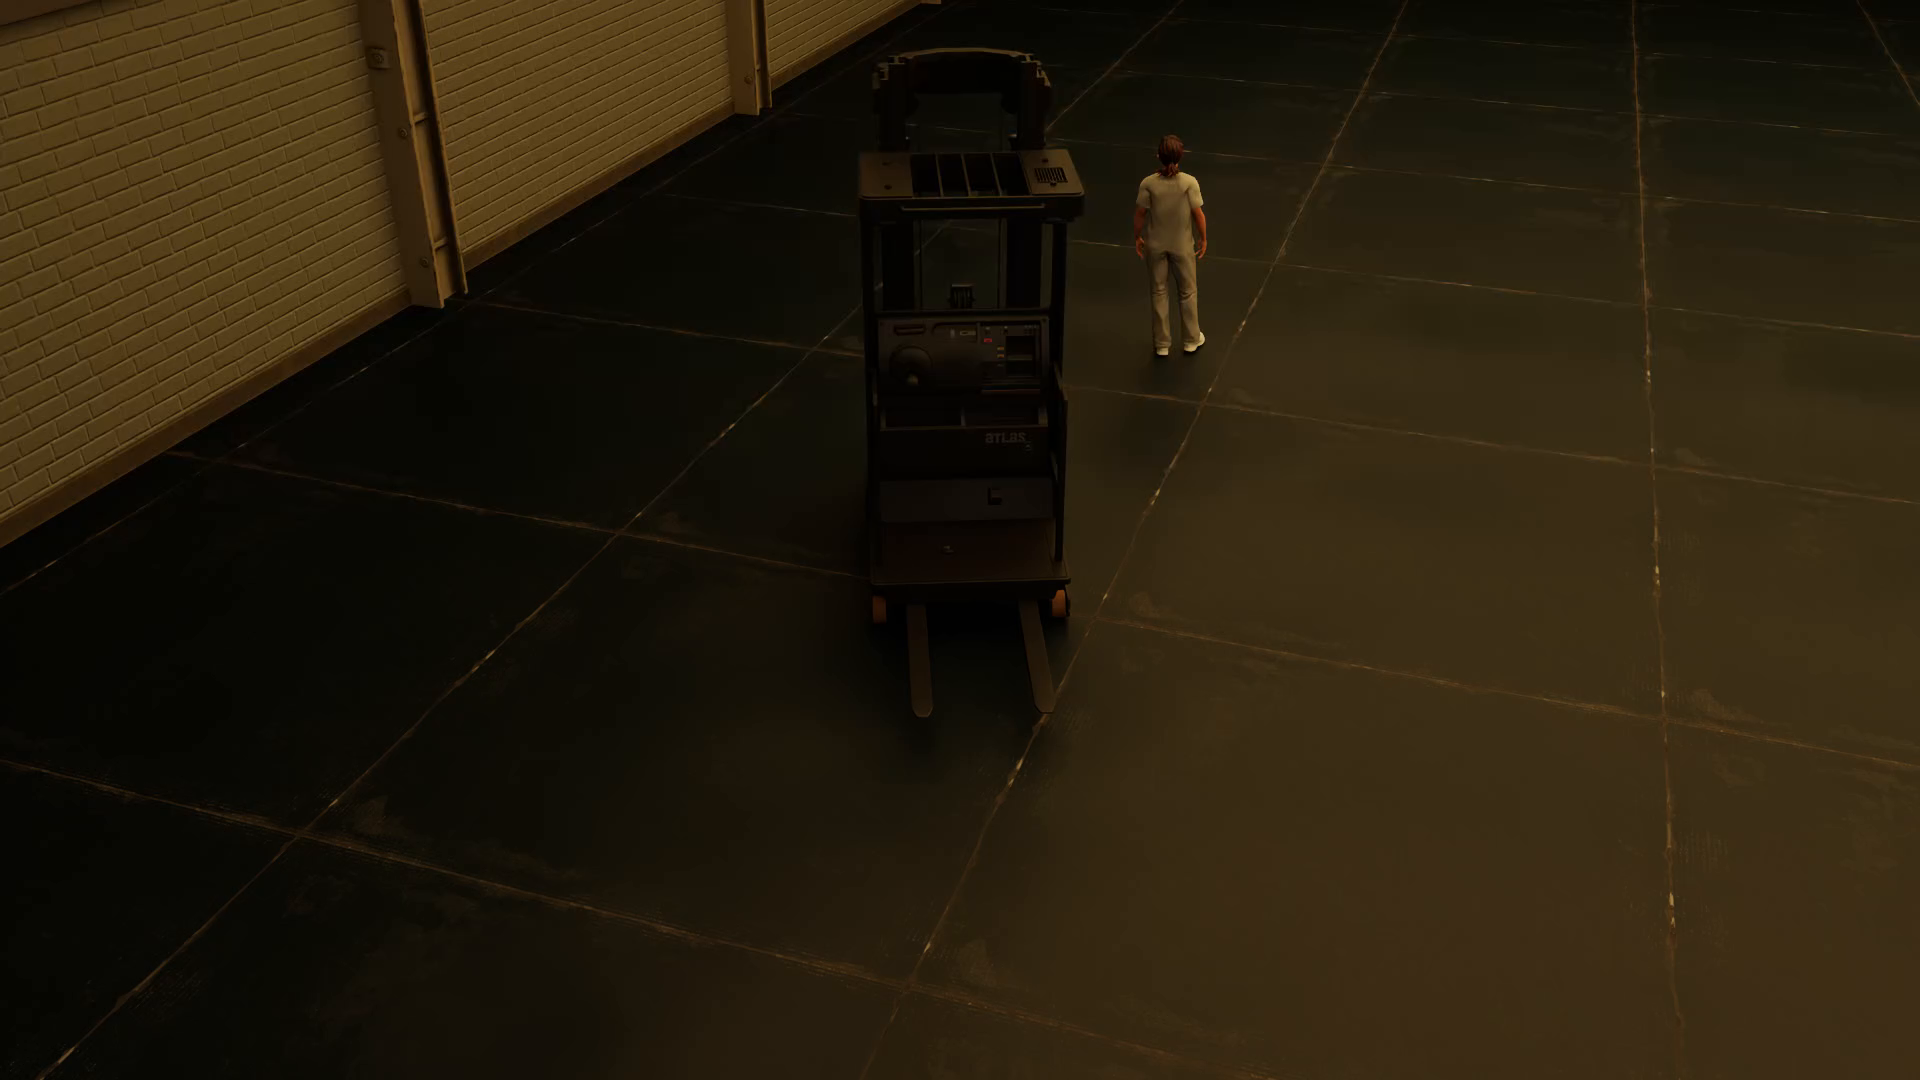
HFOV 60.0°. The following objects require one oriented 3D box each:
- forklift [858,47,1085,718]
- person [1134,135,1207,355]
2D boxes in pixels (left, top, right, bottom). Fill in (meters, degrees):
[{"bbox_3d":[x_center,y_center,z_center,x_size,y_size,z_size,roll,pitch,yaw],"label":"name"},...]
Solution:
[{"bbox_3d":[0.035,-0.972,8.842,1.130,2.935,3.031,-2,30,-3],"label":"forklift"},{"bbox_3d":[1.553,-2.171,12.198,0.550,1.676,0.550,7,30,12],"label":"person"}]
